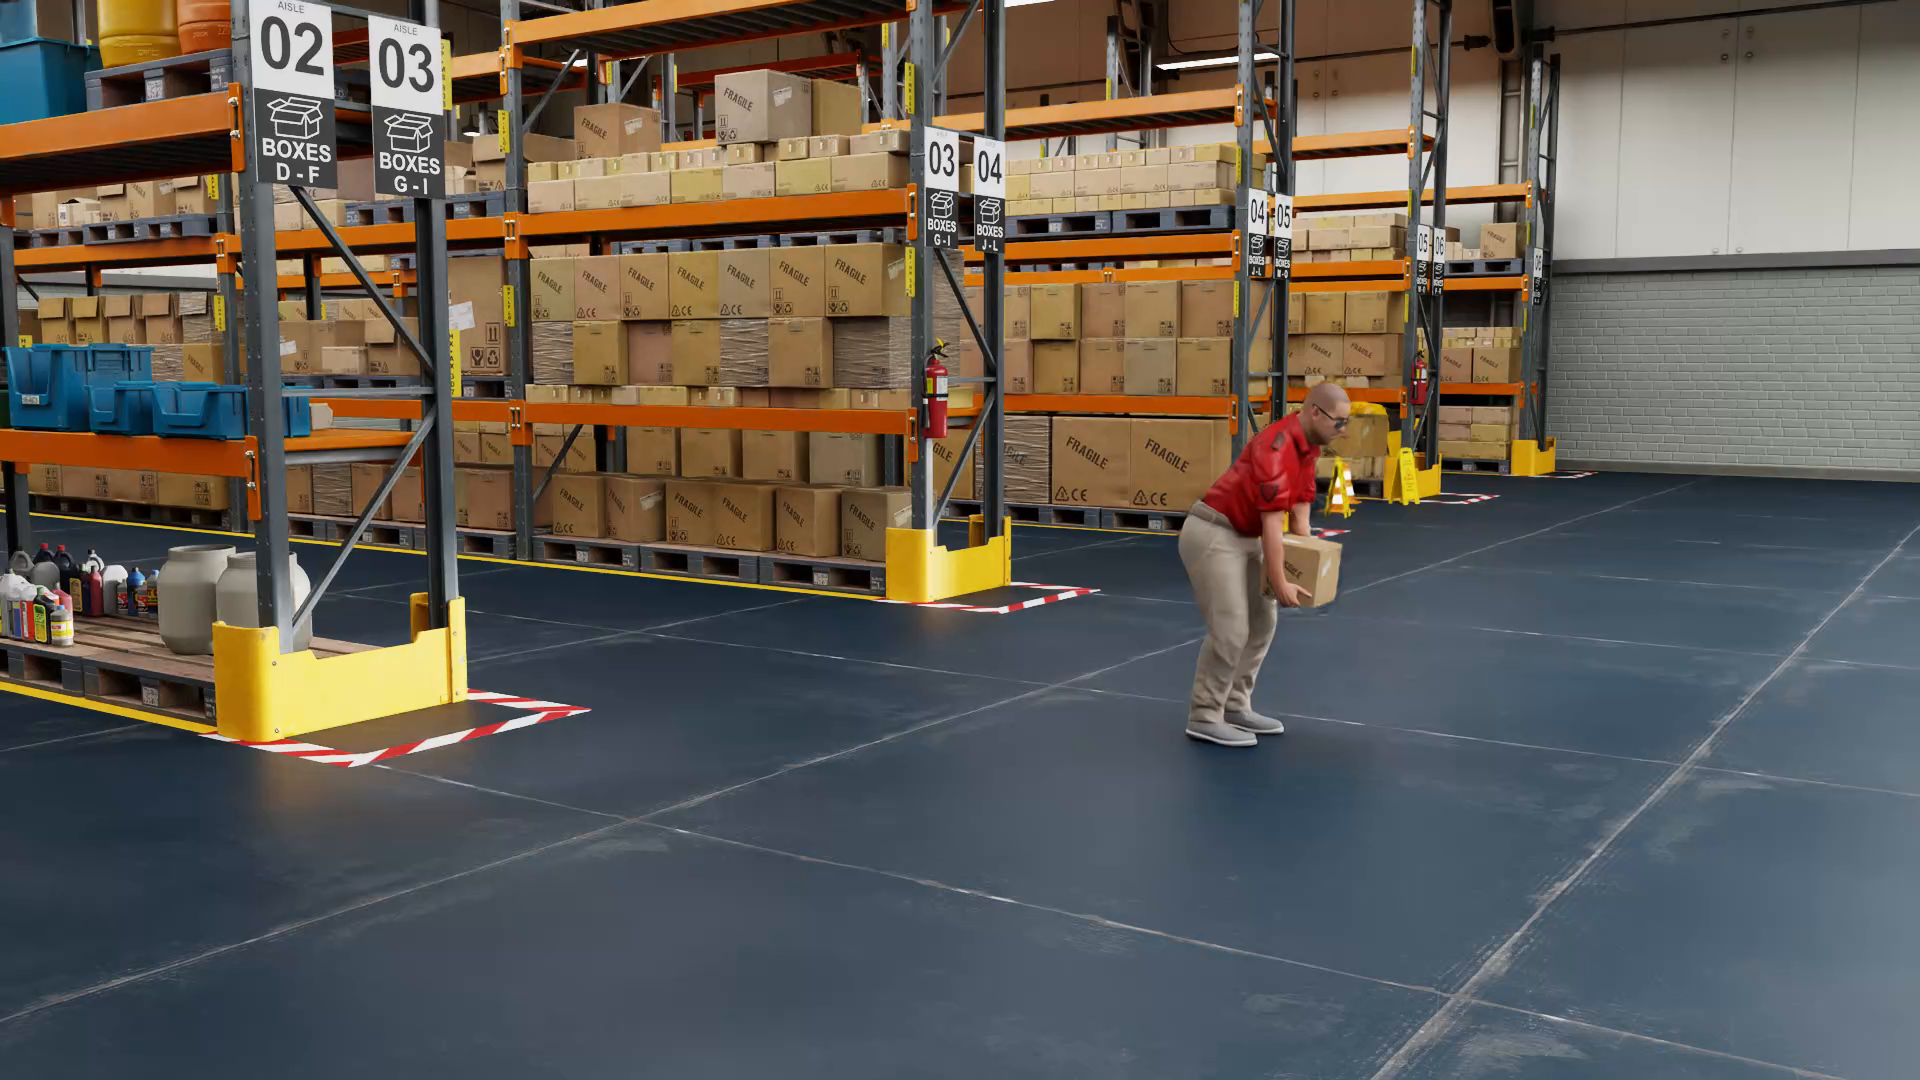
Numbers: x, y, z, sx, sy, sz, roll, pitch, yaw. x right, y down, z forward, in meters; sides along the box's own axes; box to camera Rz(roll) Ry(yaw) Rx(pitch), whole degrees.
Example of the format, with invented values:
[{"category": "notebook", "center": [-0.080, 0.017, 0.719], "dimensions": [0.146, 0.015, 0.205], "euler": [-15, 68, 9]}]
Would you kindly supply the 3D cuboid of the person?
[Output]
[{"category": "person", "center": [1.198, 0.005, 7.296], "dimensions": [0.393, 1.725, 0.592], "euler": [4, 7, 31]}]
